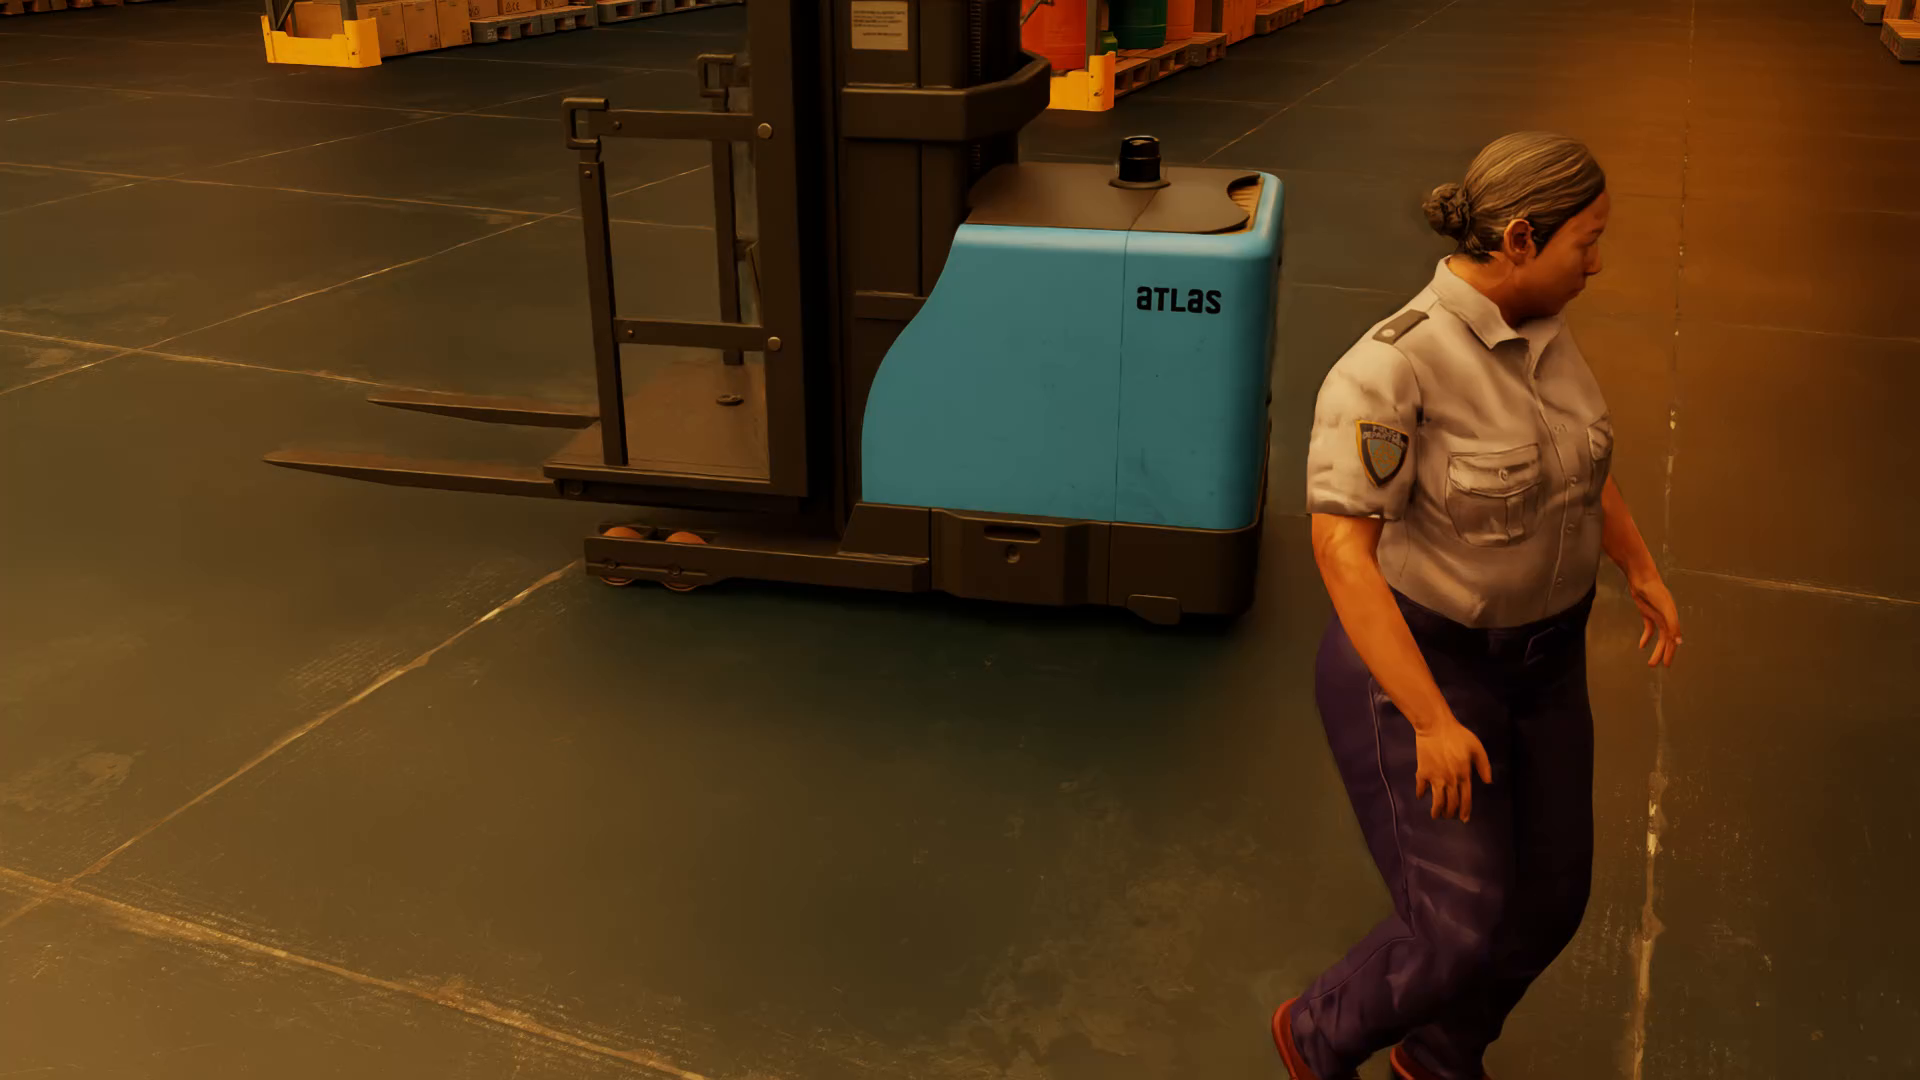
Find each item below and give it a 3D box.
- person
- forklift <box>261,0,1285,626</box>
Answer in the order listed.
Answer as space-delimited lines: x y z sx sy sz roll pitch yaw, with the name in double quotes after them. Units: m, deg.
0.819 0.220 2.497 0.732 1.634 0.451 -13 26 -29 "person"
-0.602 -1.398 4.637 3.031 2.935 1.130 5 23 11 "forklift"
